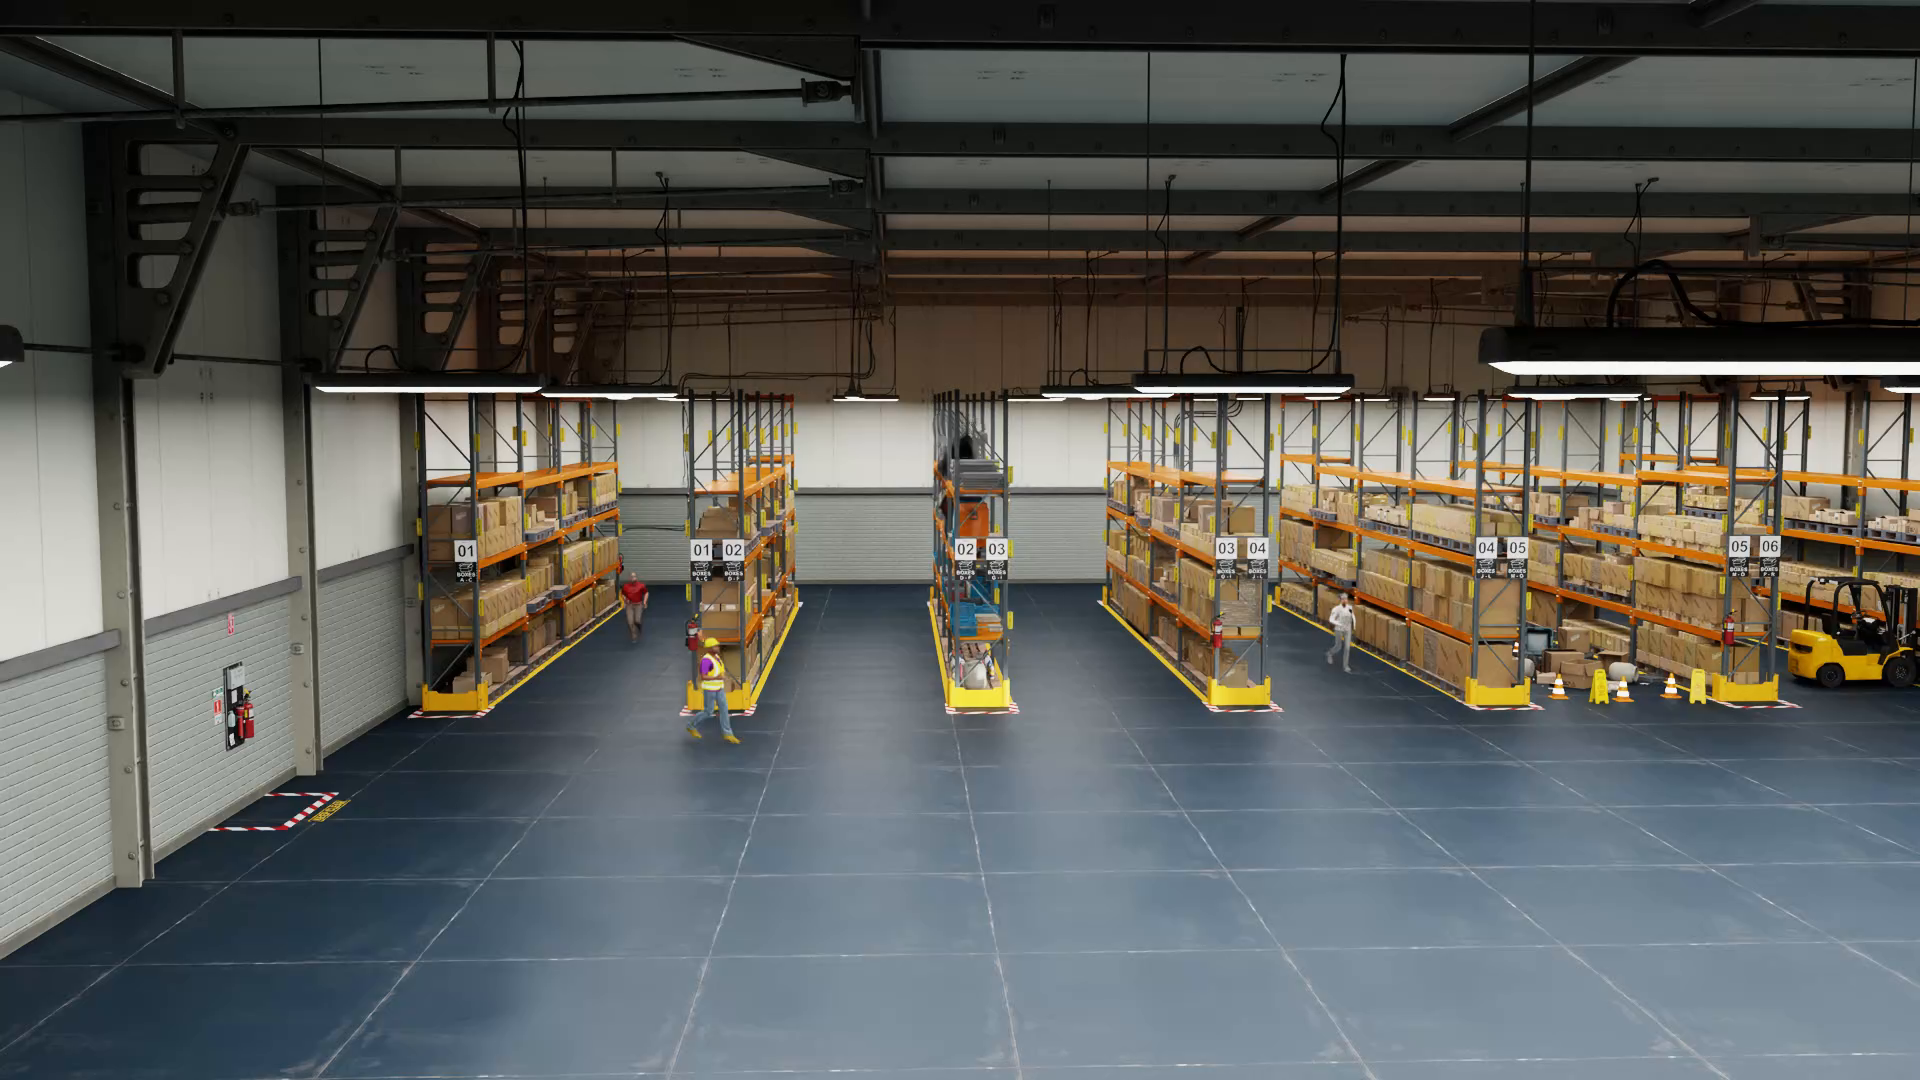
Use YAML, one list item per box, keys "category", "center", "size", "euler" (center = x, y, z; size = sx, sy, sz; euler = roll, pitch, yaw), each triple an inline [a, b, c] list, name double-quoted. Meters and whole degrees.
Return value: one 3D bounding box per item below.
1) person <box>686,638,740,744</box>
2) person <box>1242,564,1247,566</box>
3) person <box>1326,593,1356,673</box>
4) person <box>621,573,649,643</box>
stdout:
- category: "person"
  center: [-4.186, 2.538, 28.063]
  size: [0.962, 1.786, 0.694]
  euler: [2, 5, 19]
- category: "person"
  center: [8.162, 0.949, 48.541]
  size: [0.552, 1.637, 0.561]
  euler: [2, 5, 27]
- category: "person"
  center: [8.246, 1.966, 35.868]
  size: [0.626, 1.702, 0.875]
  euler: [-1, 5, -10]
- category: "person"
  center: [-7.827, 1.628, 39.962]
  size: [0.658, 1.686, 0.593]
  euler: [0, 5, -5]
